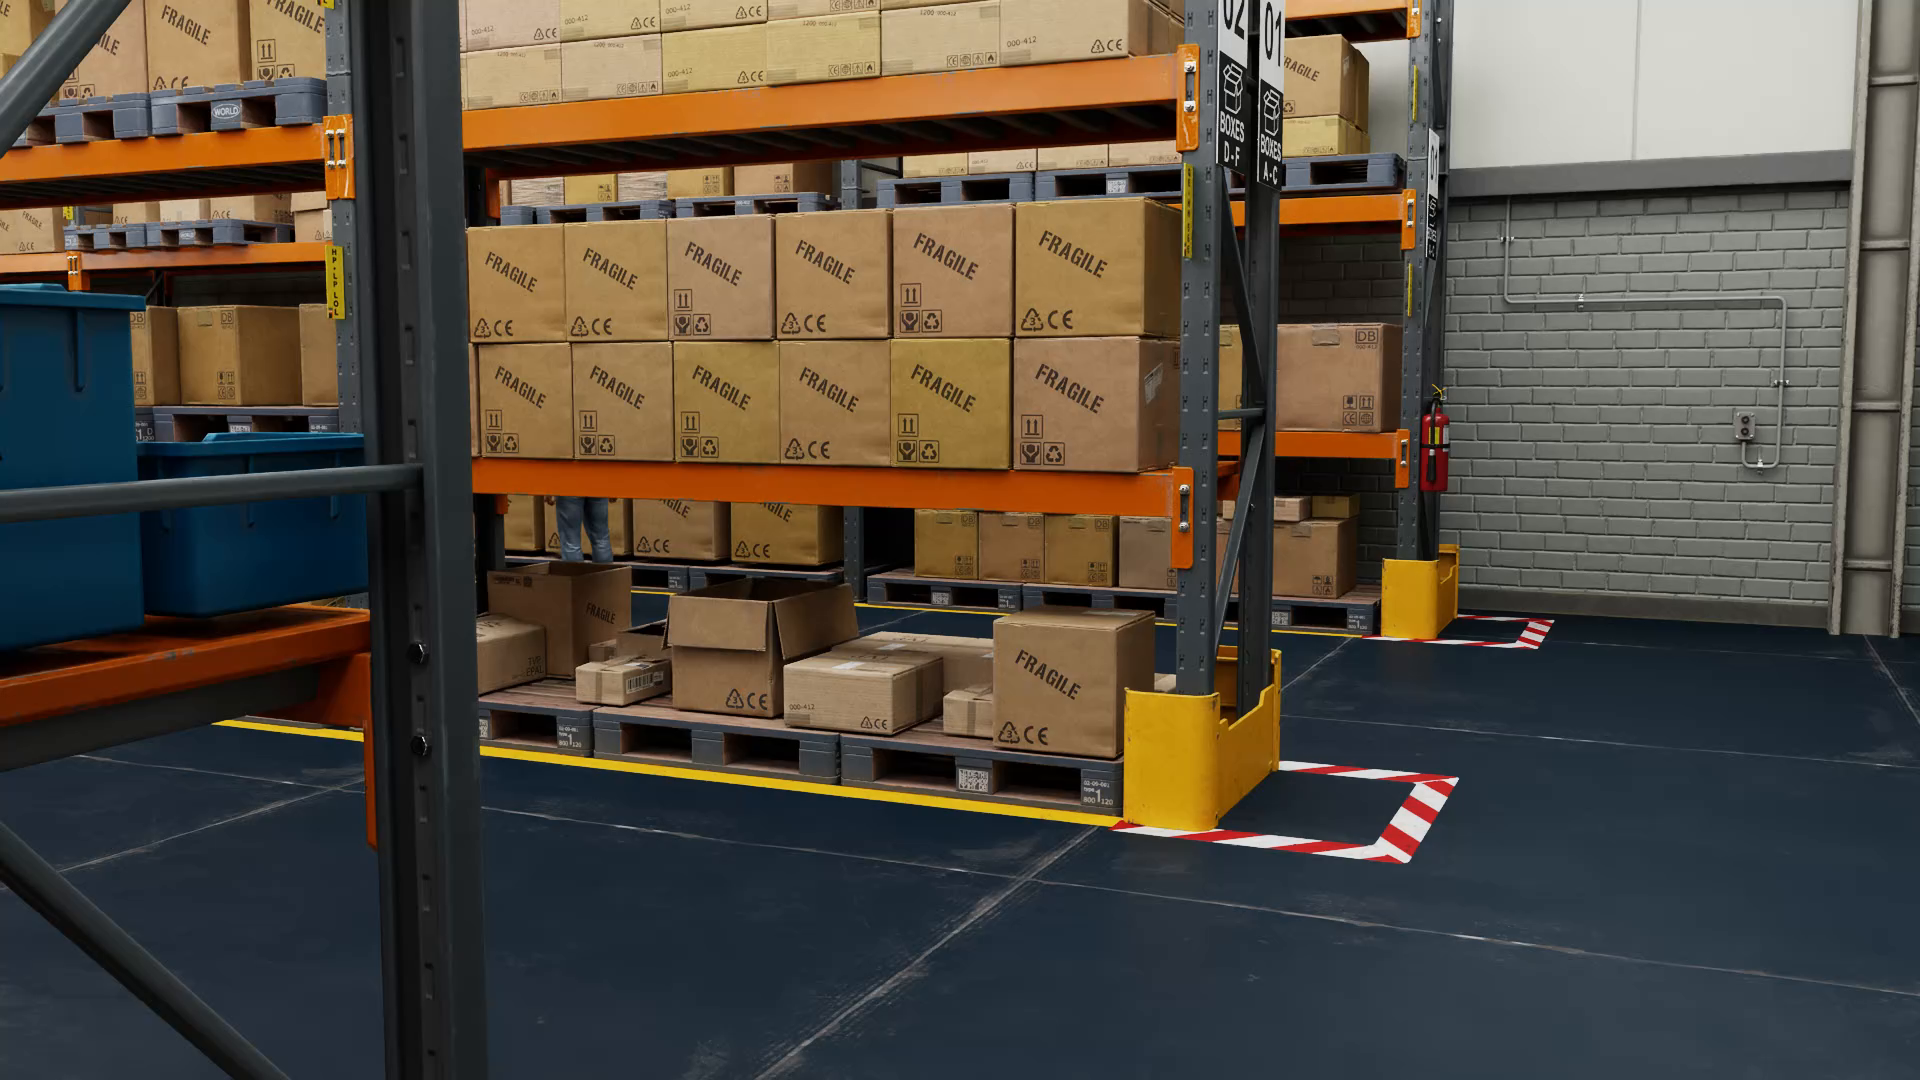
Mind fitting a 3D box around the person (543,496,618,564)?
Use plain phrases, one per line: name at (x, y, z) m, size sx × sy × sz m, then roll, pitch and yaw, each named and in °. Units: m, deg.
person at (-2.721, -0.393, 11.951) m, size 0.564 × 1.772 × 0.374 m, roll -4°, pitch 7°, yaw -36°
